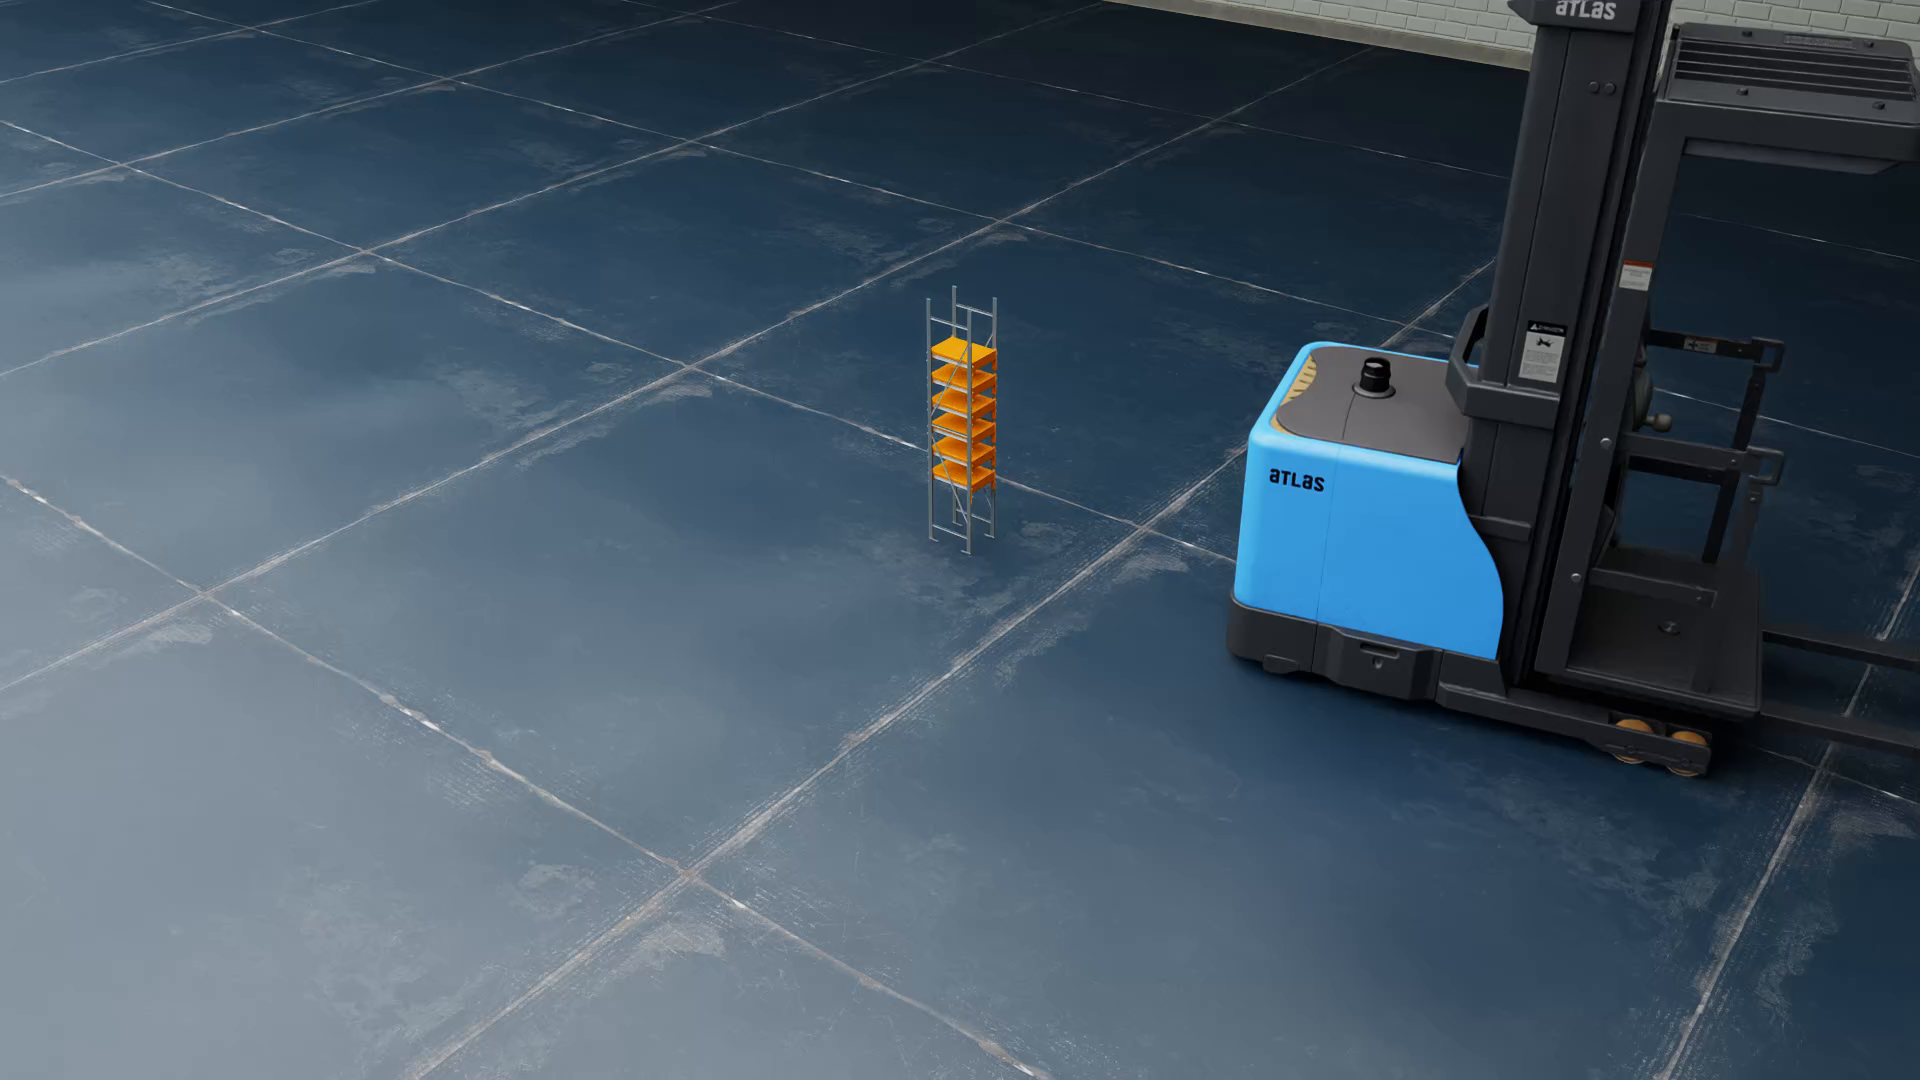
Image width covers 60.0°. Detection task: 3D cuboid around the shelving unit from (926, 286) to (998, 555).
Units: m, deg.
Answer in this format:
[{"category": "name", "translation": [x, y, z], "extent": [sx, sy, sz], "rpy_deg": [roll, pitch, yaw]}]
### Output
[{"category": "shelving unit", "translation": [0.009, -0.522, 7.454], "extent": [0.258, 1.200, 0.189], "rpy_deg": [21, 37, 31]}]

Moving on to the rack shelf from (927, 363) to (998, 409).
[{"category": "rack shelf", "translation": [0.009, -0.690, 7.354], "extent": [0.258, 0.103, 0.180], "rpy_deg": [21, 37, 31]}]

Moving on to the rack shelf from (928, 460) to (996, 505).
[{"category": "rack shelf", "translation": [0.009, -0.277, 7.599], "extent": [0.258, 0.103, 0.180], "rpy_deg": [21, 37, 31]}]

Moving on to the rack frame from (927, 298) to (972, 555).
[{"category": "rack frame", "translation": [-0.047, -0.485, 7.391], "extent": [0.240, 1.200, 0.006], "rpy_deg": [21, 37, 31]}]

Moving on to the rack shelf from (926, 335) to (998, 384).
[{"category": "rack shelf", "translation": [0.009, -0.794, 7.293], "extent": [0.258, 0.103, 0.180], "rpy_deg": [21, 37, 31]}]

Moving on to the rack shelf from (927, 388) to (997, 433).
[{"category": "rack shelf", "translation": [0.009, -0.587, 7.415], "extent": [0.258, 0.103, 0.180], "rpy_deg": [21, 37, 31]}]

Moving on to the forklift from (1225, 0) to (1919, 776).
[{"category": "forklift", "translation": [2.665, -0.682, 6.025], "extent": [3.031, 2.935, 1.130], "rpy_deg": [12, 33, 20]}]

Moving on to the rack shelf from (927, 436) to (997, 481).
[{"category": "rack shelf", "translation": [0.009, -0.381, 7.538], "extent": [0.258, 0.103, 0.180], "rpy_deg": [21, 37, 31]}]

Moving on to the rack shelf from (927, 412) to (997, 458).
[{"category": "rack shelf", "translation": [0.009, -0.484, 7.477], "extent": [0.258, 0.103, 0.180], "rpy_deg": [21, 37, 31]}]

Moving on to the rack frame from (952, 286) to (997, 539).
[{"category": "rack frame", "translation": [0.064, -0.559, 7.517], "extent": [0.240, 1.200, 0.006], "rpy_deg": [21, 37, 31]}]
